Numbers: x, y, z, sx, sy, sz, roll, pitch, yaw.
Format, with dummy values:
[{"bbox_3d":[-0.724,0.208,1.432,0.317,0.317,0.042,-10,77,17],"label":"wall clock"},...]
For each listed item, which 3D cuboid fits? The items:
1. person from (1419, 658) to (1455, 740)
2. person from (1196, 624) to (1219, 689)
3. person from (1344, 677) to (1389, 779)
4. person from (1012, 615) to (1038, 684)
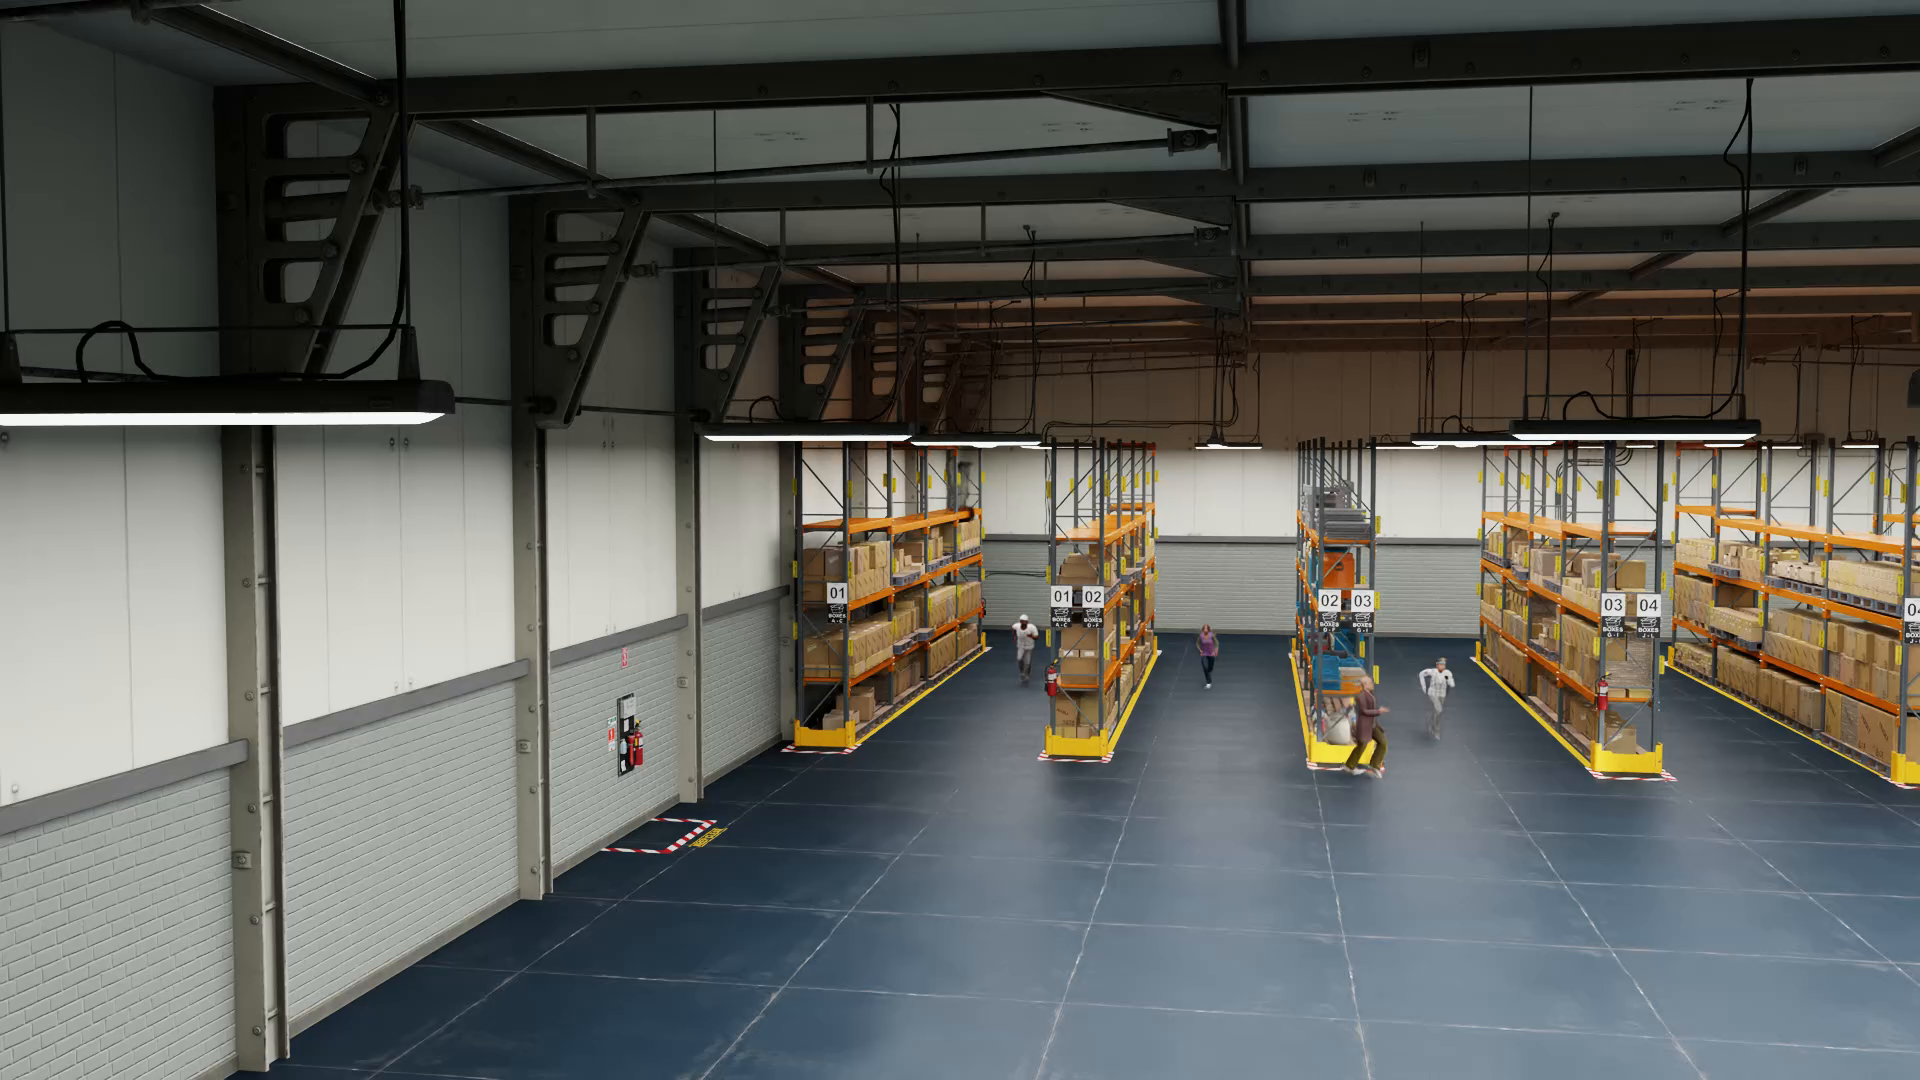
[{"bbox_3d":[9.514,3.138,33.186,0.602,1.647,0.868,-1,3,-10],"label":"person"},{"bbox_3d":[6.035,2.825,40.579,0.565,1.563,0.679,0,3,8],"label":"person"},{"bbox_3d":[7.119,3.302,29.175,0.813,1.834,0.672,2,4,39],"label":"person"},{"bbox_3d":[1.607,2.682,41.127,0.683,1.716,0.917,0,3,7],"label":"person"}]
